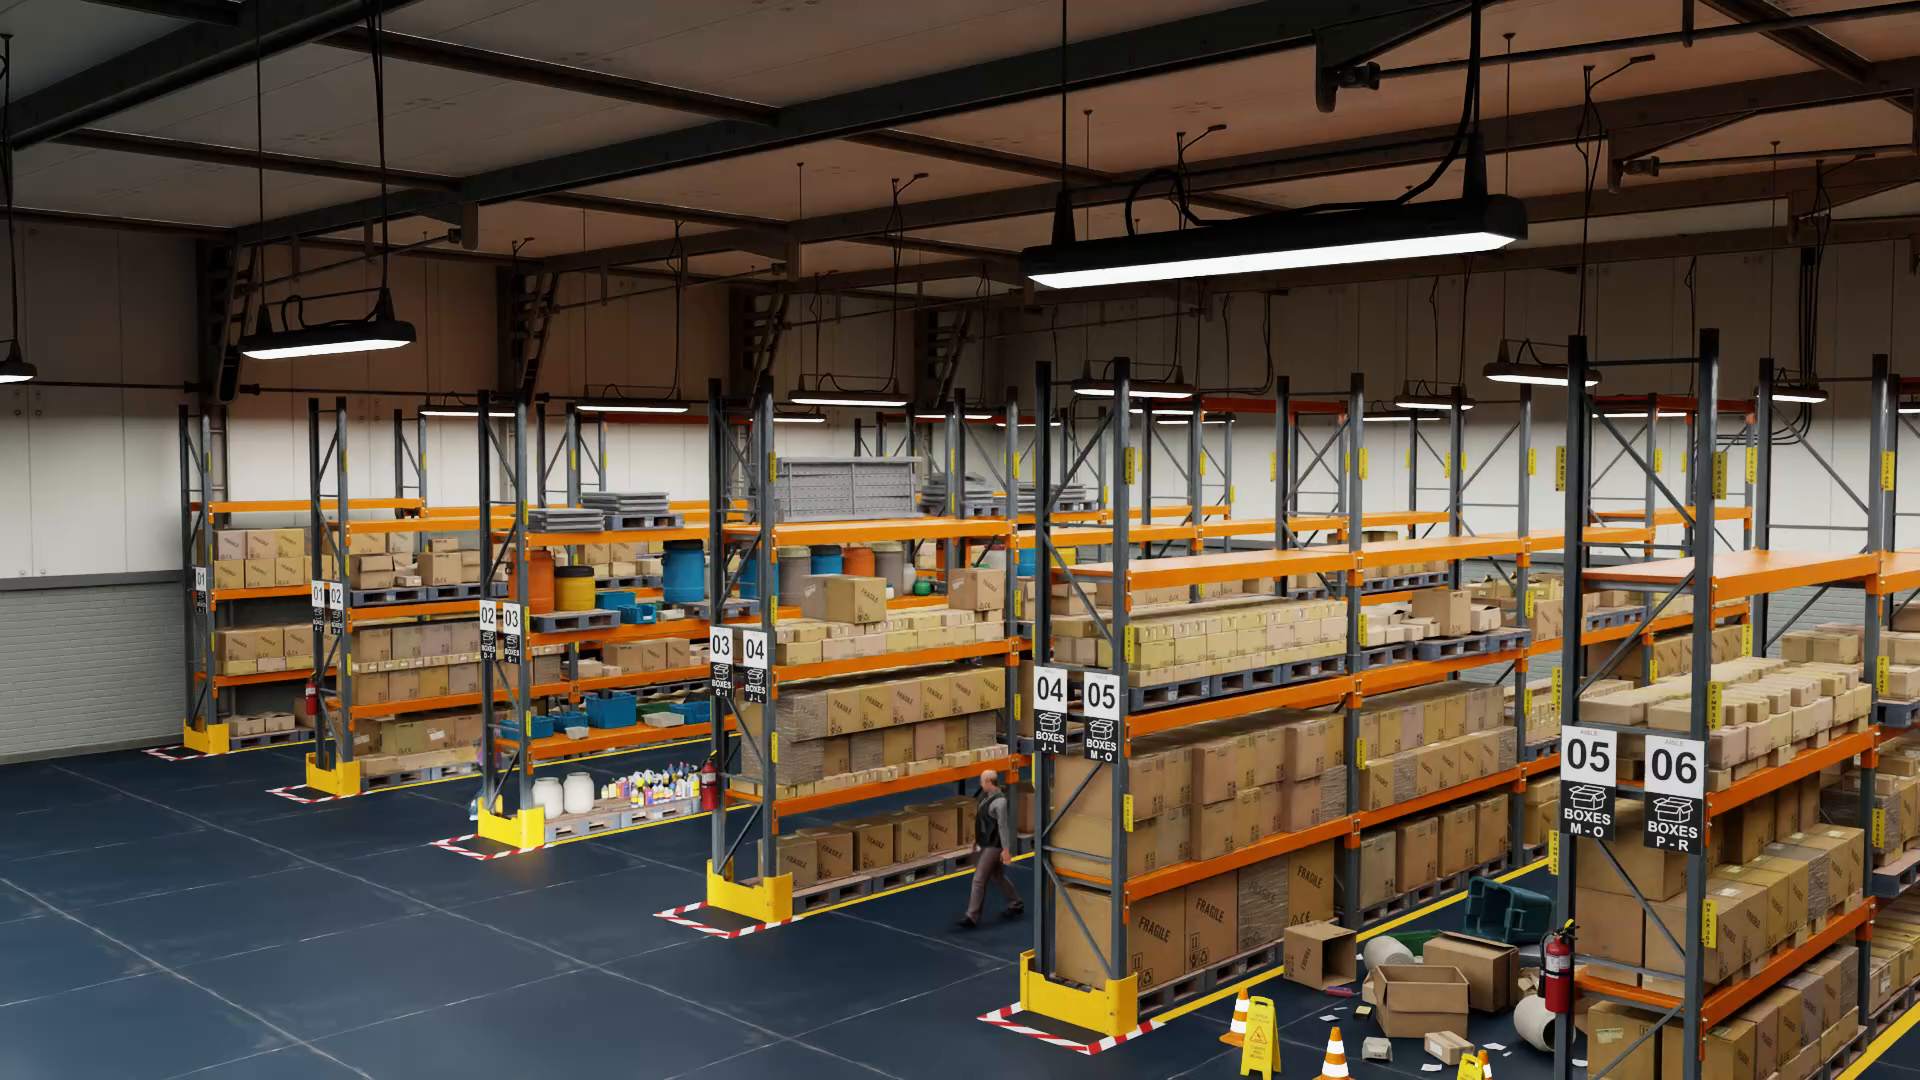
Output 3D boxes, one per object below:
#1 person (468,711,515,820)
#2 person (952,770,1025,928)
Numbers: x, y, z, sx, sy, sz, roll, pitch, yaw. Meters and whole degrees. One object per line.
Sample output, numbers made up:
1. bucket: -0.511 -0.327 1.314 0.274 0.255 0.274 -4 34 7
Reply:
1. person: -6.627 3.180 23.565 0.754 1.497 0.522 -3 4 -43
2. person: 0.302 3.364 18.252 0.902 1.692 0.586 -1 3 -13
